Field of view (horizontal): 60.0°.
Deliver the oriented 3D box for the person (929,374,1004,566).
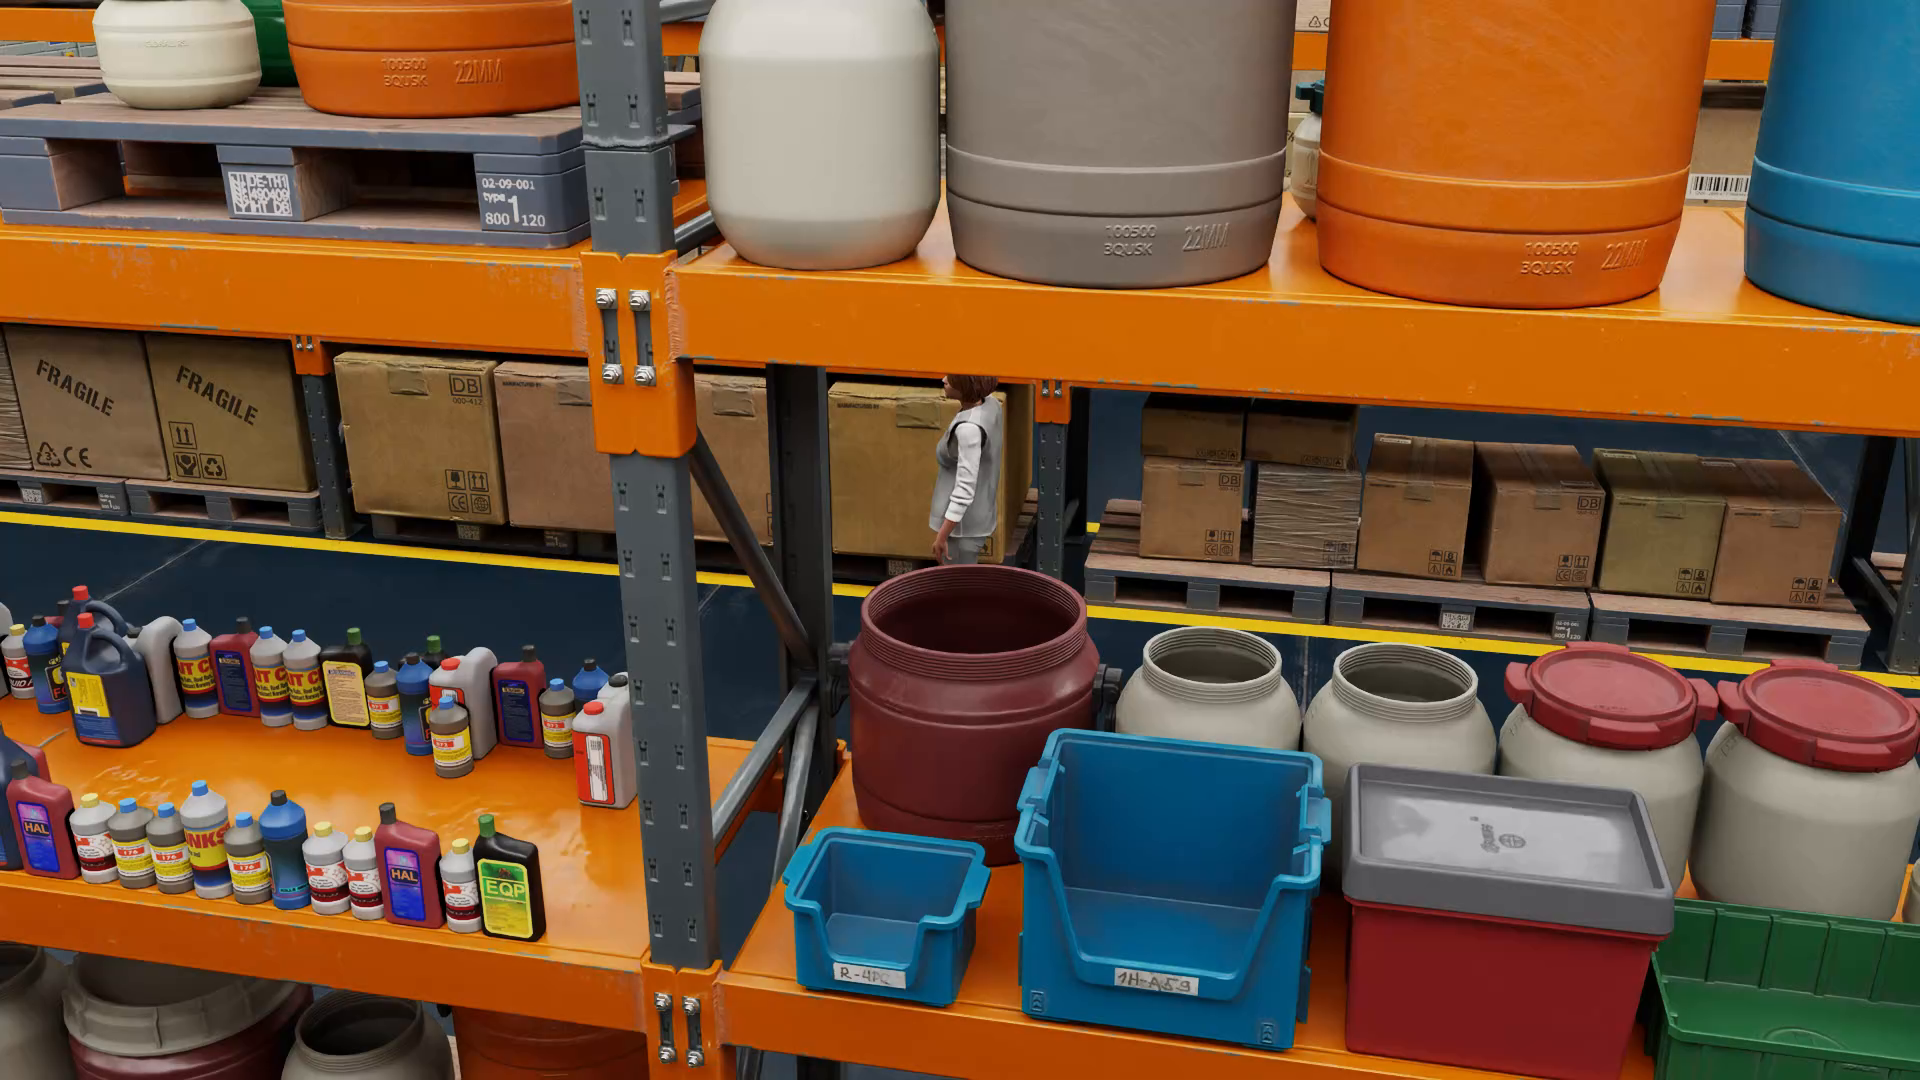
[{"bbox_3d":[-0.059,-0.072,7.254,0.472,1.599,0.520,4,22,11],"label":"person"}]
